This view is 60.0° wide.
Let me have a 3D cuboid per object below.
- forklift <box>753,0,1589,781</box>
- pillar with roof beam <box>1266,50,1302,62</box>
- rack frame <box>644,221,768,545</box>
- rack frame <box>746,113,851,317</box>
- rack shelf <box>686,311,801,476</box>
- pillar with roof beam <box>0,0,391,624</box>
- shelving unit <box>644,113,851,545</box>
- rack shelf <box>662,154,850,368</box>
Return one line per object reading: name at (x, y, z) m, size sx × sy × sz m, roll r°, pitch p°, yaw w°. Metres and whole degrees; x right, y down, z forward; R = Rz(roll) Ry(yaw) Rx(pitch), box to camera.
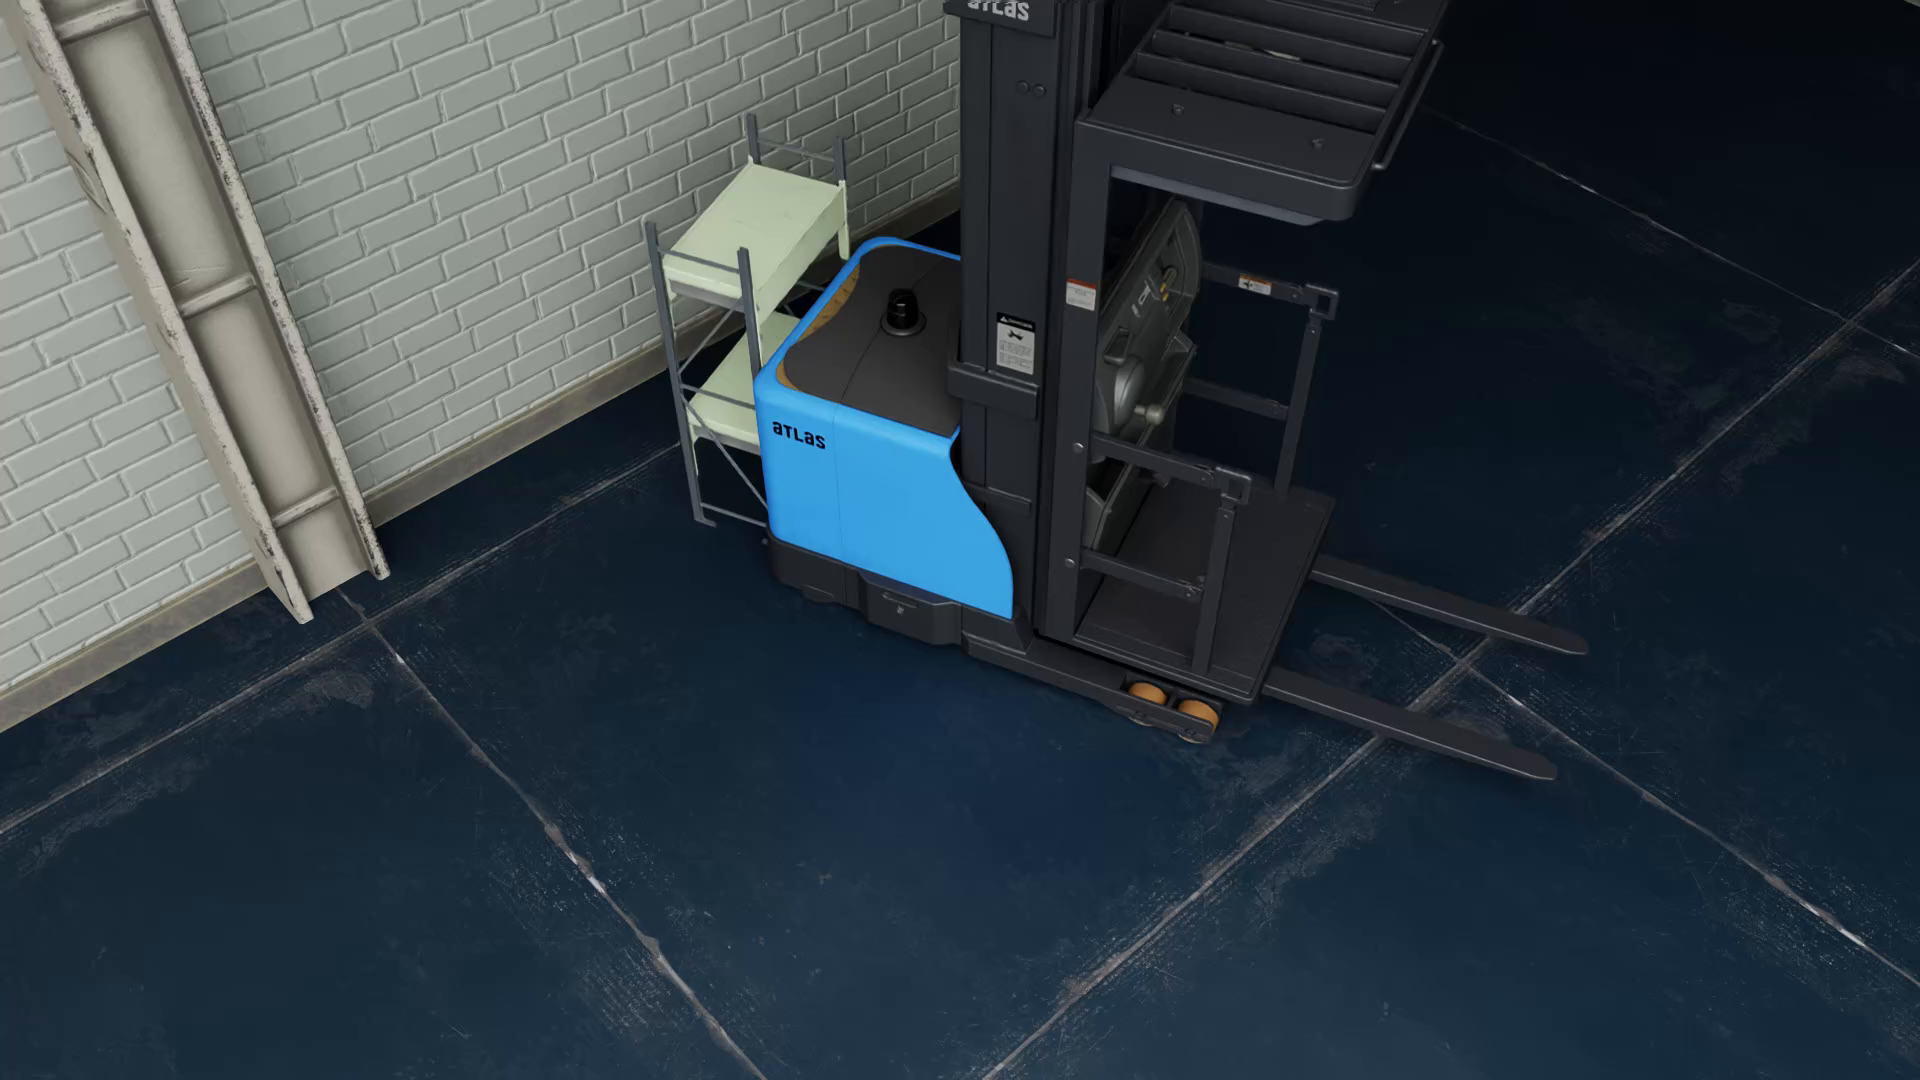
forklift at (0.810, -0.696, 5.451) m, size 3.031 × 2.935 × 1.130 m, roll 18°, pitch 50°, yaw 16°
pillar with roof beam at (4.805, -3.527, 3.935) m, size 0.400 × 9.000 × 9.100 m, roll -34°, pitch 56°, yaw -27°
rack frame at (-0.910, -0.537, 6.279) m, size 0.400 × 1.500 × 0.023 m, roll 18°, pitch 50°, yaw 16°
rack frame at (-0.615, -1.030, 6.733) m, size 0.400 × 1.500 × 0.023 m, roll 18°, pitch 50°, yaw 16°
rack shelf at (-0.763, -0.563, 6.745) m, size 0.431 × 0.370 × 0.720 m, roll 18°, pitch 50°, yaw 16°
pillar with roof beam at (0.365, -0.561, 1.197) m, size 0.400 × 9.000 × 9.100 m, roll -34°, pitch 56°, yaw -27°
shelving unit at (-0.763, -0.784, 6.506) m, size 0.431 × 1.500 × 0.755 m, roll 18°, pitch 50°, yaw 16°
rack shelf at (-0.763, -1.048, 6.219) m, size 0.431 × 0.370 × 0.720 m, roll 18°, pitch 50°, yaw 16°
